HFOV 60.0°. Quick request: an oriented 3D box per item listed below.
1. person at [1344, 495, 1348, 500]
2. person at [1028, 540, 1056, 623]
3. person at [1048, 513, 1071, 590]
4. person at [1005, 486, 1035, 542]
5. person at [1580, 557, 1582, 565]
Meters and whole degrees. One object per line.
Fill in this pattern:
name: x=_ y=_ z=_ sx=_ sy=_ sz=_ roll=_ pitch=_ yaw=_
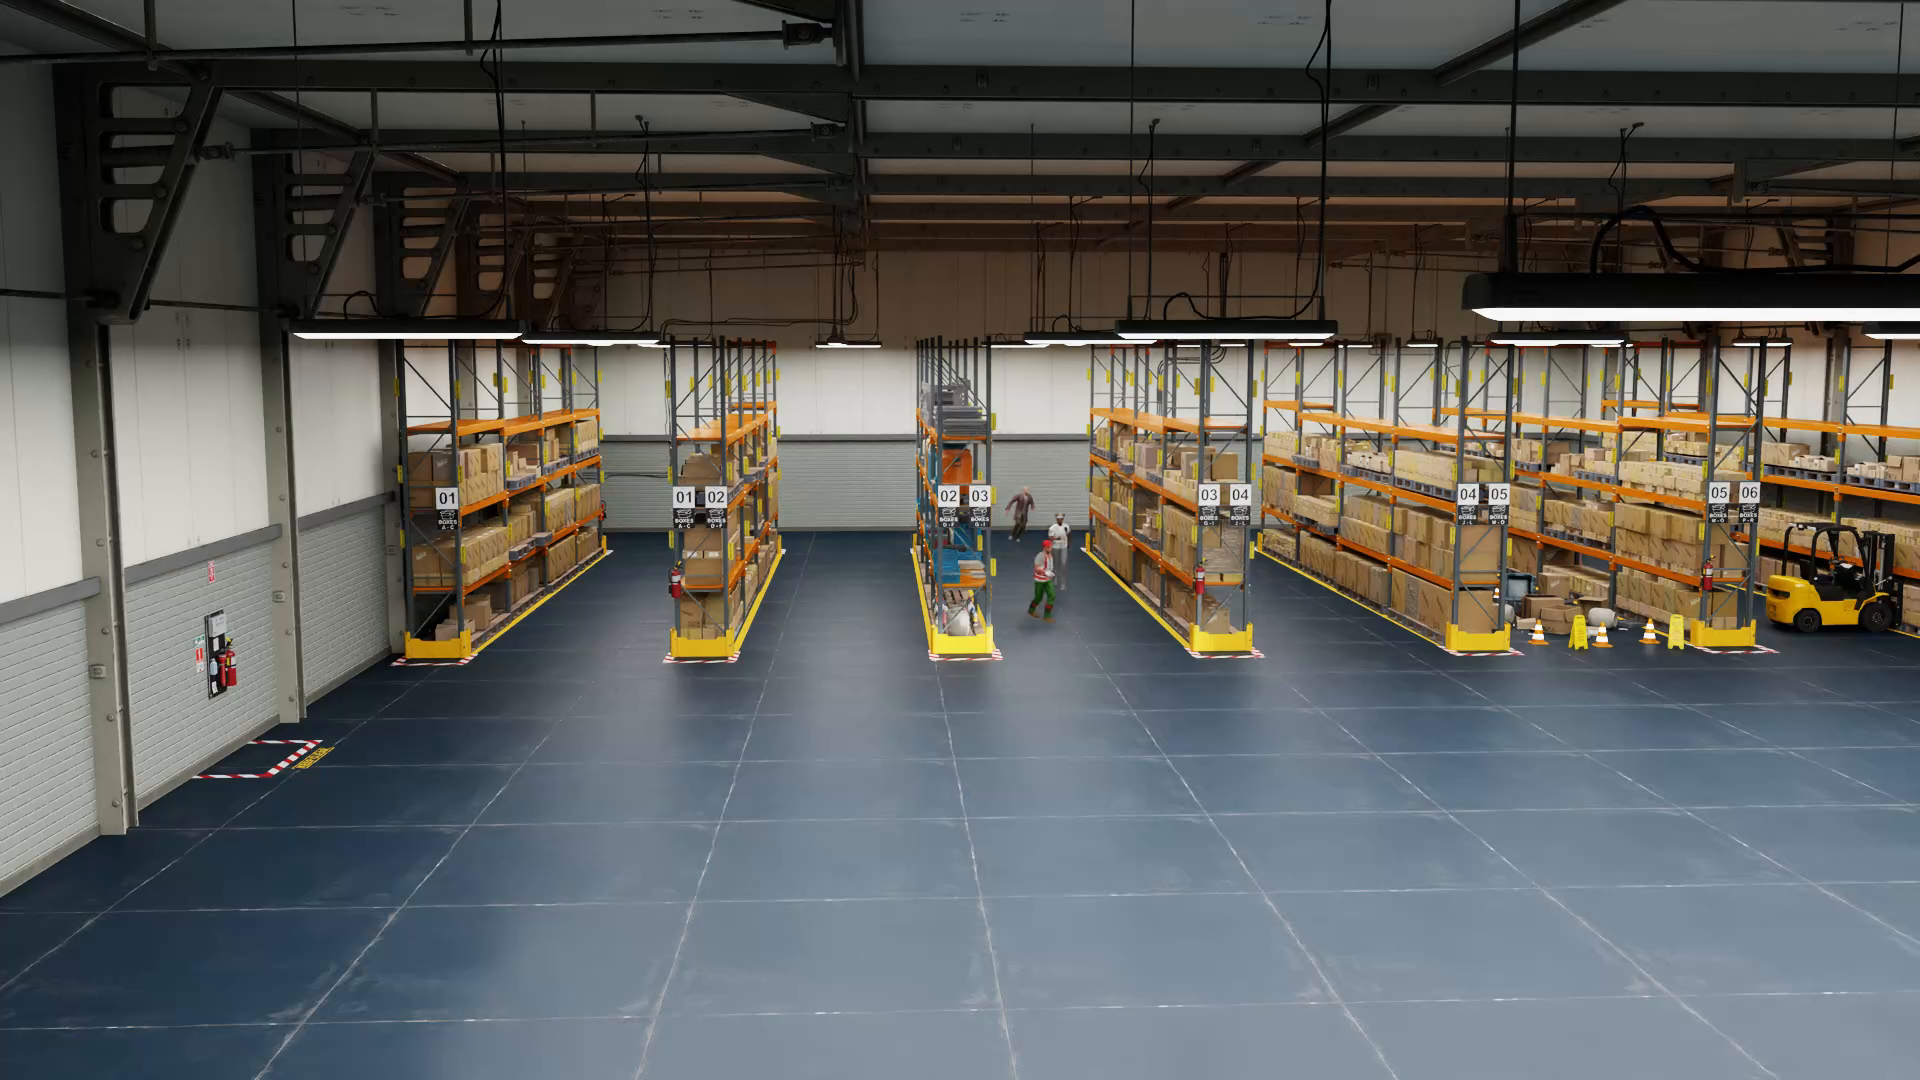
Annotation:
person: x=10.829 y=-0.399 z=46.489 sx=0.642 sy=1.717 sz=0.626 roll=-2 pitch=7 yaw=-15
person: x=1.685 y=0.858 z=35.112 sx=0.625 sy=1.764 sz=0.855 roll=-6 pitch=9 yaw=-43
person: x=2.303 y=0.241 z=38.334 sx=0.567 sy=1.746 sz=0.814 roll=-1 pitch=7 yaw=-5
person: x=1.871 y=-0.770 z=50.048 sx=0.917 sy=1.708 sz=0.651 roll=-4 pitch=7 yaw=-29
person: x=15.965 y=-0.018 z=43.418 sx=0.573 sy=1.640 sz=0.941 roll=-1 pitch=7 yaw=-10
